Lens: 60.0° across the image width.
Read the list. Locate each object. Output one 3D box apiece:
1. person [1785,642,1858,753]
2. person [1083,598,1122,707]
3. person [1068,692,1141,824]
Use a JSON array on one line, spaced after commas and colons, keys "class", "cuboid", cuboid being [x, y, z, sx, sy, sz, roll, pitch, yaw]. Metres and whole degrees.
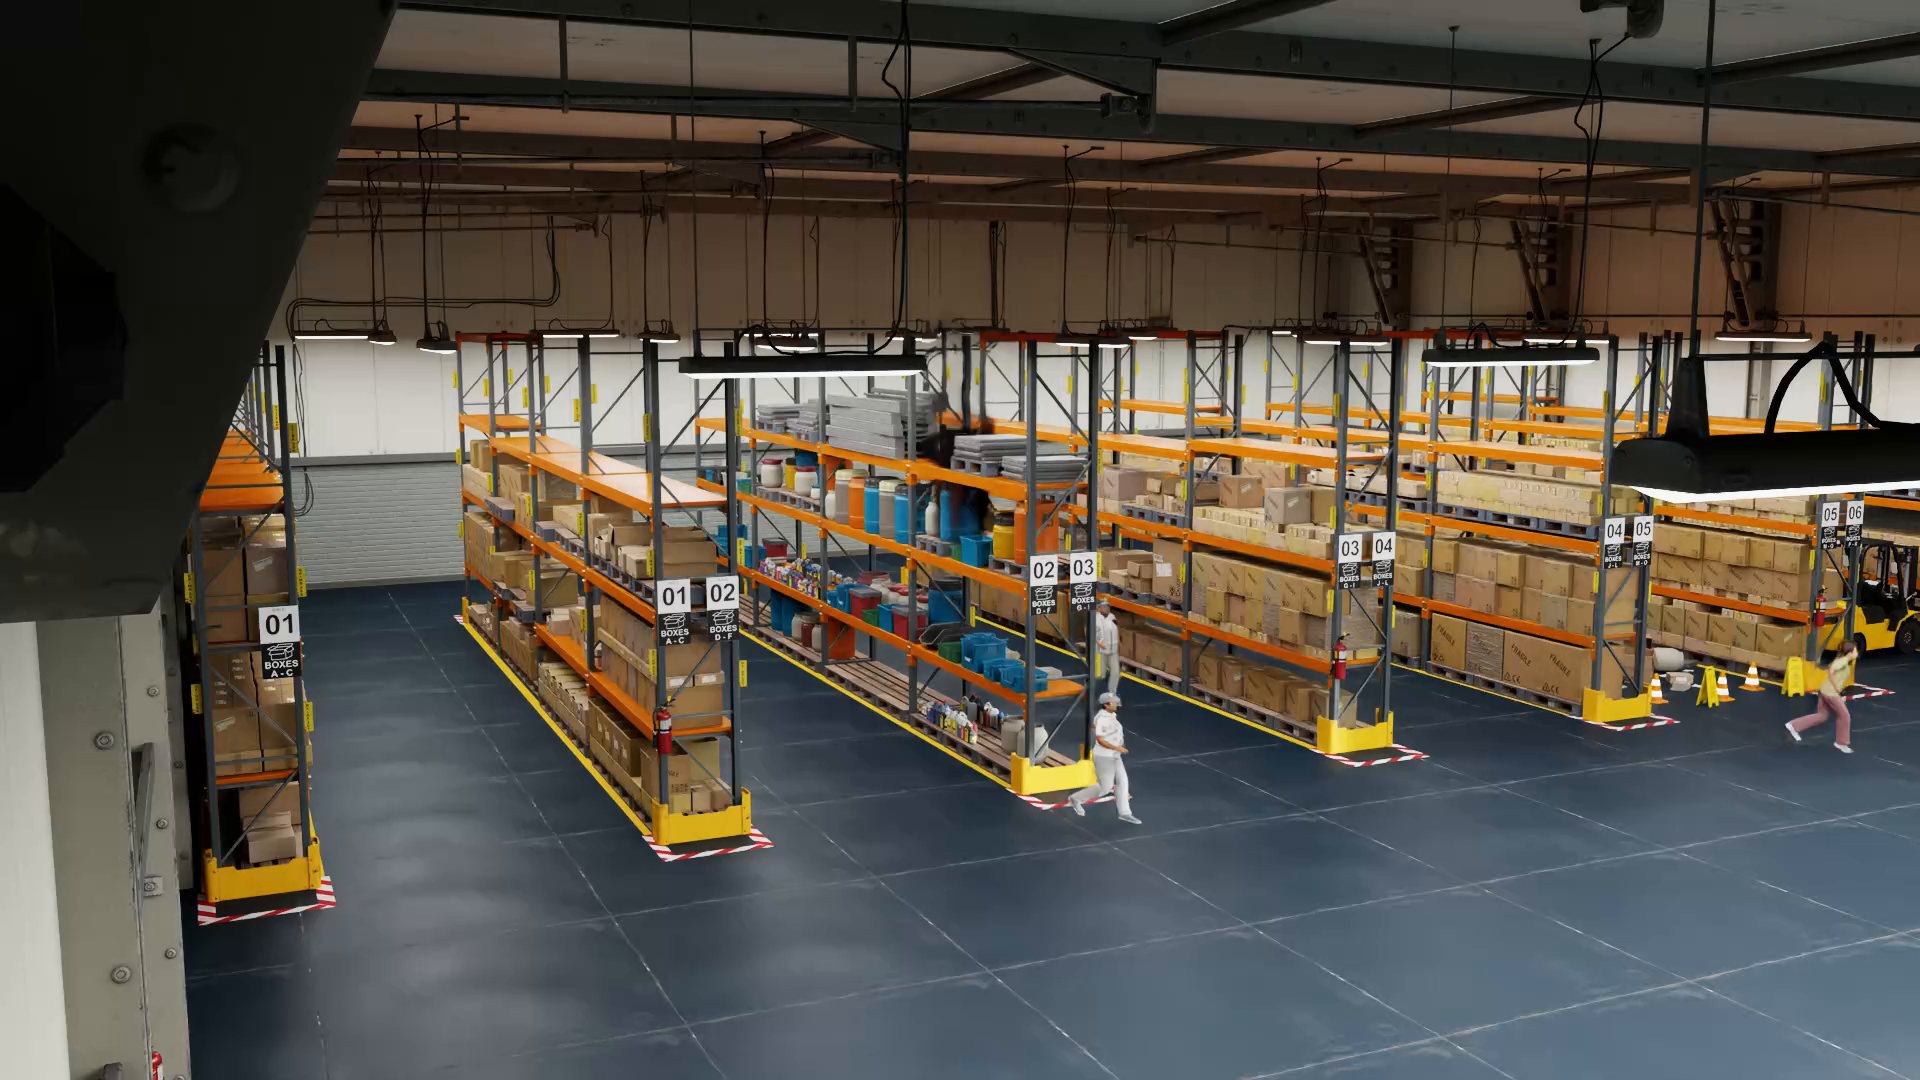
[{"class": "person", "cuboid": [12.592, 2.294, 24.255, 0.948, 1.662, 0.587, 3, 8, 22]}, {"class": "person", "cuboid": [2.377, 1.809, 27.268, 0.677, 1.754, 0.895, -4, 9, -28]}, {"class": "person", "cuboid": [1.830, 2.724, 20.834, 0.924, 1.662, 0.637, 2, 8, 12]}]
